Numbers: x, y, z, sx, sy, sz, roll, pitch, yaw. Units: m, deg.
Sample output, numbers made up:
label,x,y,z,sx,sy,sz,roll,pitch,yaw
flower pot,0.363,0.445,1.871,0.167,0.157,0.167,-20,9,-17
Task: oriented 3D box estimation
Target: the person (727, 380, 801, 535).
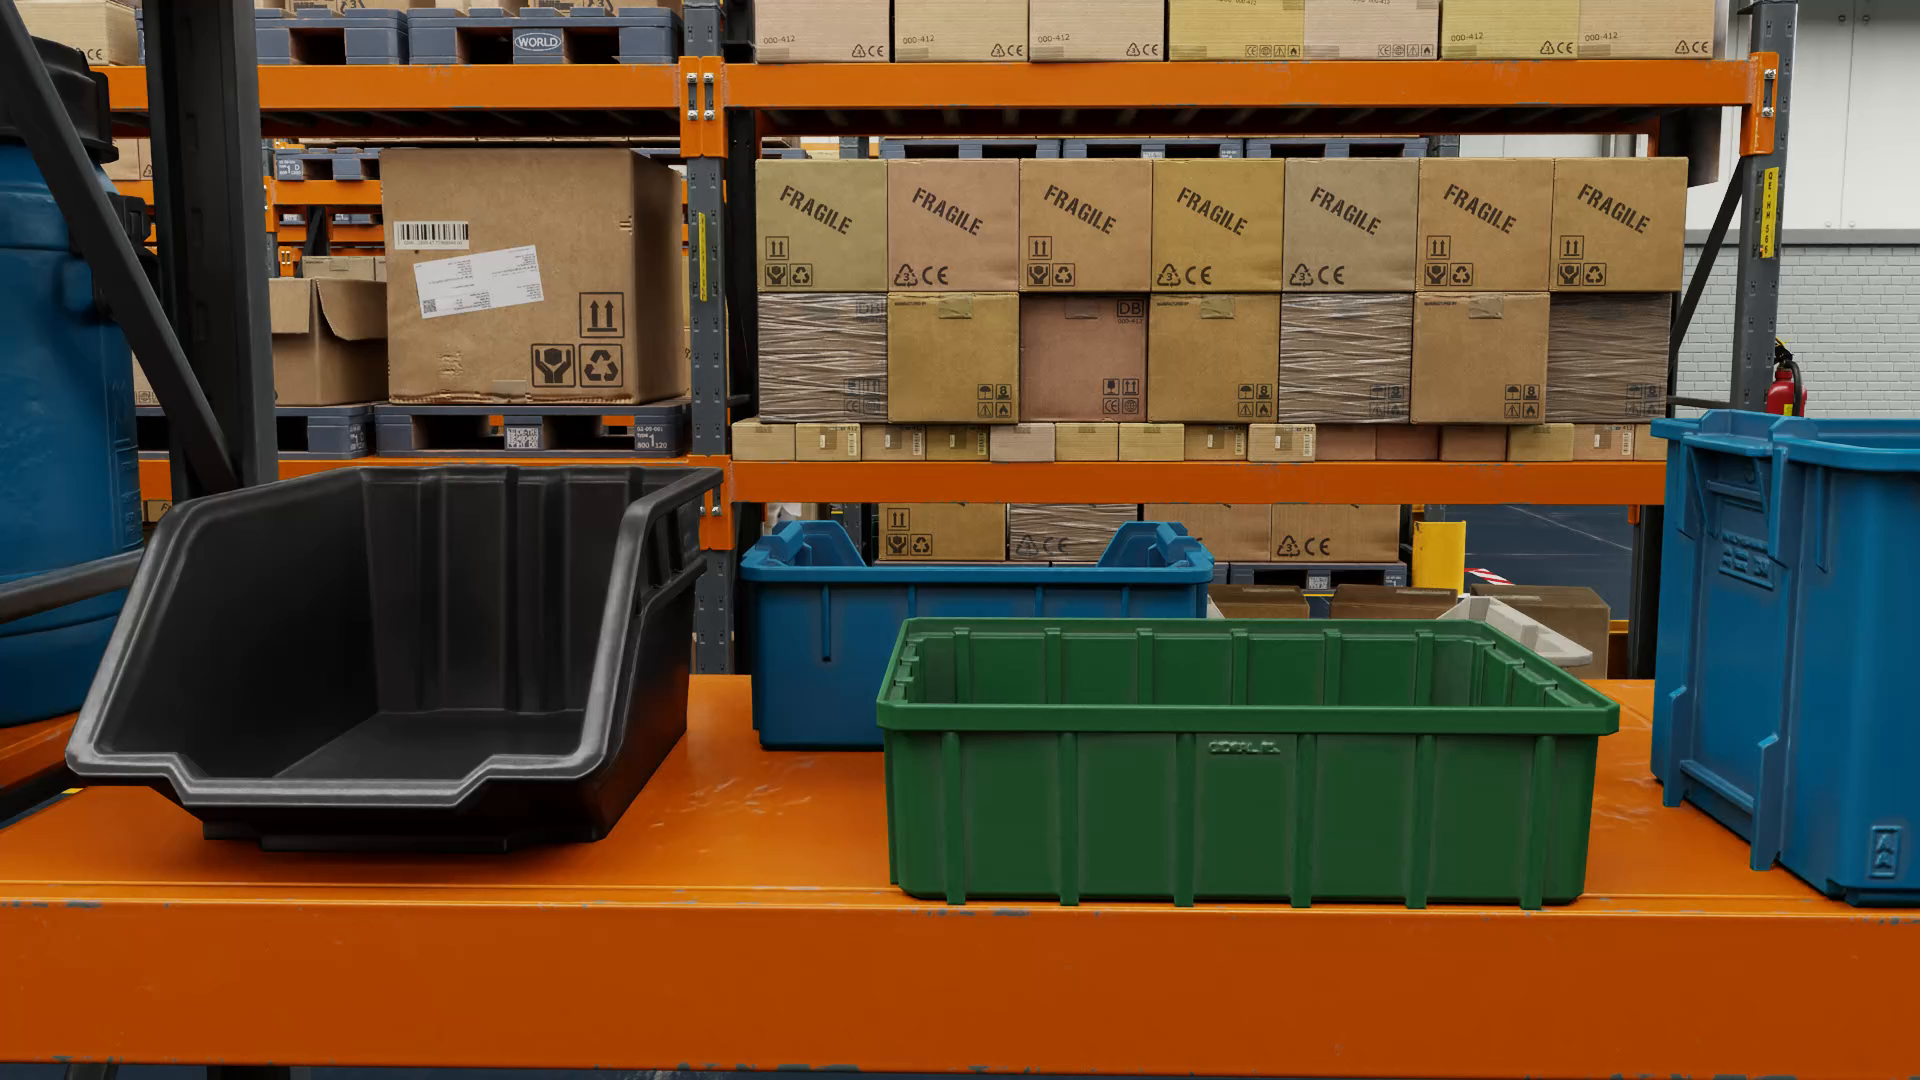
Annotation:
label,x,y,z,sx,sy,sz,roll,pitch,yaw
person,-1.003,-0.094,8.480,0.370,1.667,0.543,-2,8,-15
